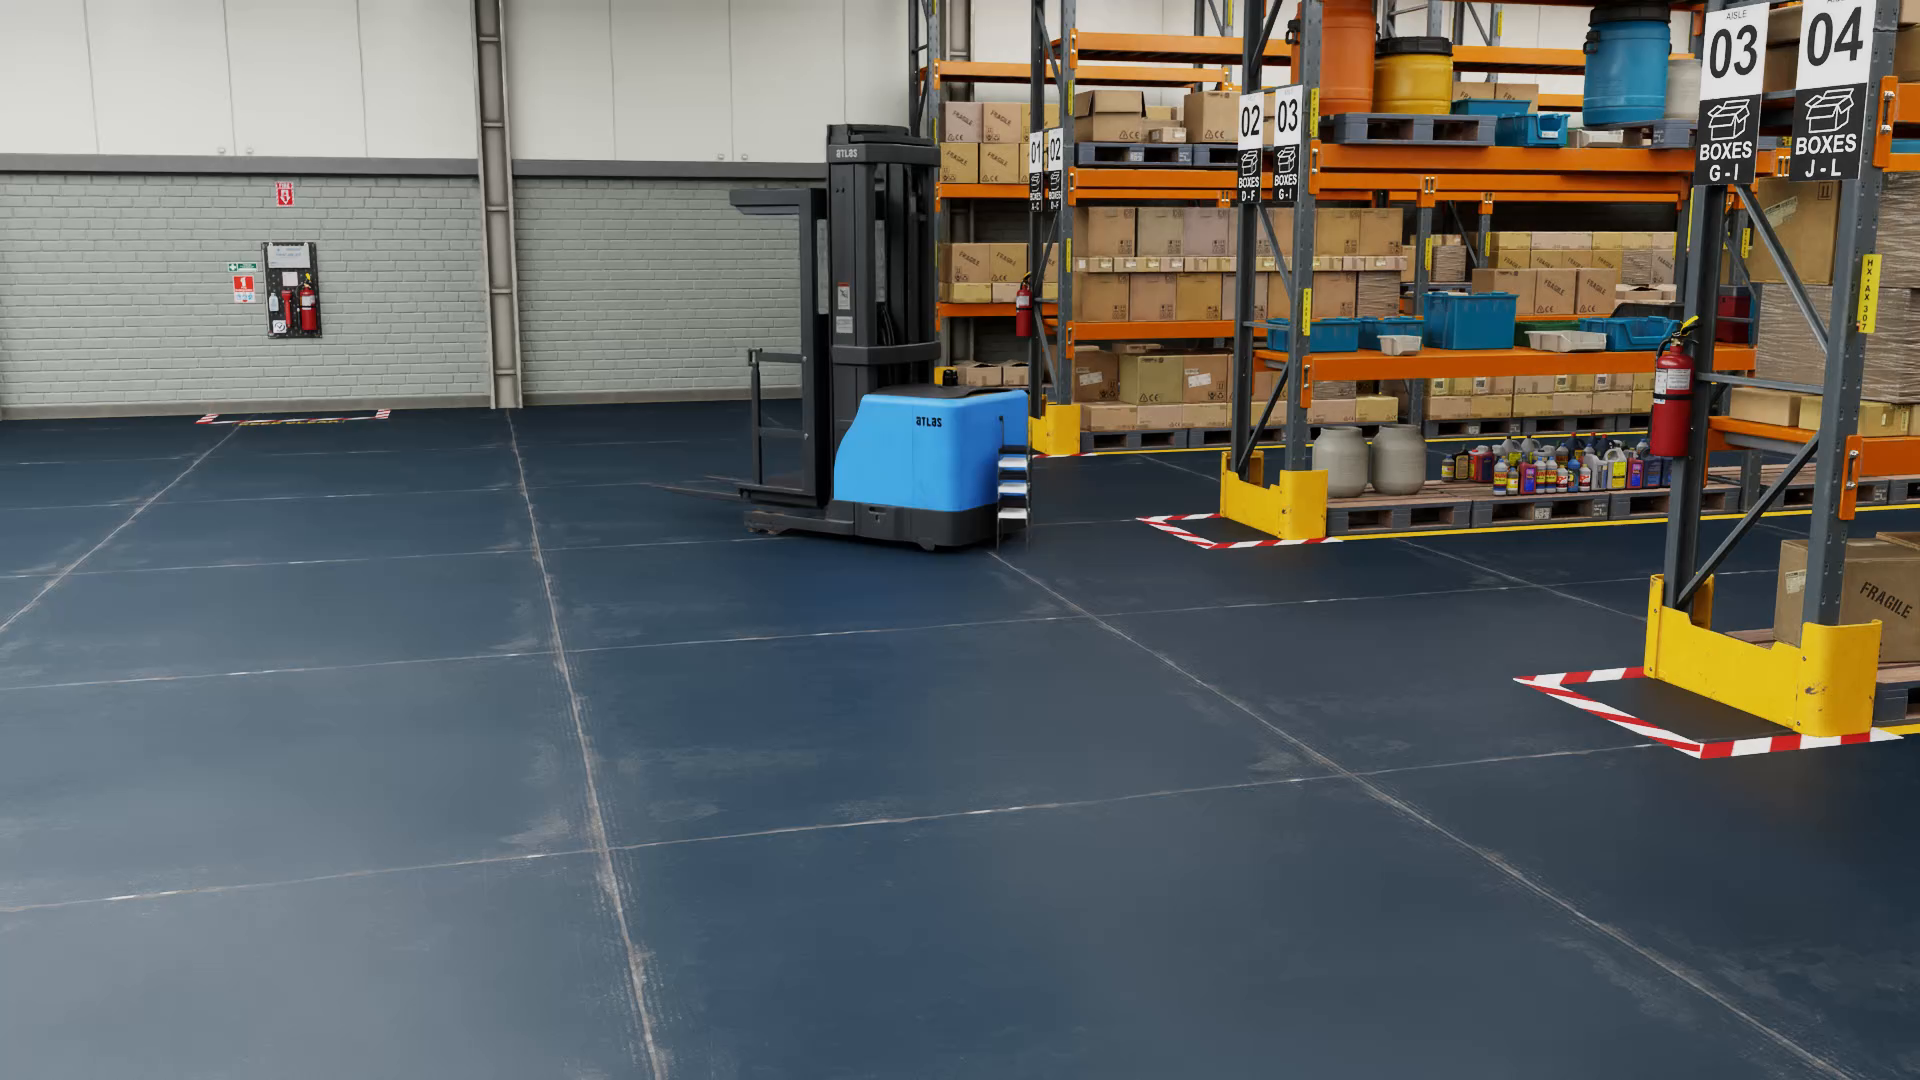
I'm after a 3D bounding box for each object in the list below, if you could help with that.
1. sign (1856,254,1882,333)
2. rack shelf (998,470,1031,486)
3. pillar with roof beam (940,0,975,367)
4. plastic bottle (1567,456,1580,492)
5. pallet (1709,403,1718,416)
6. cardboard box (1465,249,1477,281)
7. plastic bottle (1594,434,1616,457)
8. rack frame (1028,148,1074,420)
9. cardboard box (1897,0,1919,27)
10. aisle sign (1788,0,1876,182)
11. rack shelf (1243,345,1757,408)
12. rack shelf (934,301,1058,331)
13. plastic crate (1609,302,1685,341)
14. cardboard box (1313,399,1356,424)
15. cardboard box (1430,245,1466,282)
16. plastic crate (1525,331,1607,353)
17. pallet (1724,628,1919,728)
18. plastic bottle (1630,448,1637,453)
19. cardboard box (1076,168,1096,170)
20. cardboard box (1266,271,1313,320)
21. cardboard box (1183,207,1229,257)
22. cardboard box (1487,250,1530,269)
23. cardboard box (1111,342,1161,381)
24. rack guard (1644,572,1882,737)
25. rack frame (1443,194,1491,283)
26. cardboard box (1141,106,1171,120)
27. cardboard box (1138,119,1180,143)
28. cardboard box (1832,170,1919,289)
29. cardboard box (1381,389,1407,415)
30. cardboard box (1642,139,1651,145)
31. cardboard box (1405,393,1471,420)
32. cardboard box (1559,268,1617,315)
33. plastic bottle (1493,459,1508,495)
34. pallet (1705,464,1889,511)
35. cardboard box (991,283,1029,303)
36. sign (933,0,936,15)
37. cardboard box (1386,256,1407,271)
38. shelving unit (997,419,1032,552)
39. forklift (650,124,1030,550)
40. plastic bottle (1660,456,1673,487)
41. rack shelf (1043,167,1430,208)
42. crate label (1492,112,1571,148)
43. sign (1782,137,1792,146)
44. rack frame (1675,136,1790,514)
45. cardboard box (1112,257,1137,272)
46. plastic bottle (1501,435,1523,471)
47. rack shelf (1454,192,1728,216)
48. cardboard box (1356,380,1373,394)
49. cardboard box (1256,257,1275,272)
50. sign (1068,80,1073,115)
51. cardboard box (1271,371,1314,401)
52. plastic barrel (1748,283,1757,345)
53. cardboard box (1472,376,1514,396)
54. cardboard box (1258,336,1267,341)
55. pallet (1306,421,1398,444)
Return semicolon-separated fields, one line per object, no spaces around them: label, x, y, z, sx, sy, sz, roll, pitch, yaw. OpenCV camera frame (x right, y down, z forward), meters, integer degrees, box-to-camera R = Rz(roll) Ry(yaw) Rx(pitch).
sign;3.836;-1.041;7.024;0.005;0.325;0.100;-3;11;-16
rack shelf;0.385;-0.437;11.624;0.200;0.077;0.258;2;11;10
pillar with roof beam;1.164;-5.680;18.048;0.400;9.000;9.100;-3;11;-16
plastic bottle;4.748;-0.515;12.880;0.097;0.271;0.097;0;10;0
pallet;9.328;-1.496;19.591;1.213;0.211;1.003;-3;11;-16
cardboard box;7.592;-3.972;24.187;0.500;0.500;0.500;-3;11;-16
plastic bottle;5.290;-0.693;13.625;0.185;0.351;0.144;-3;11;-16
rack frame;0.919;-2.432;16.970;0.127;3.000;1.000;-3;11;-16
cardboard box;4.013;-2.281;7.178;0.250;0.149;0.380;-3;11;-16
aisle sign;3.709;-1.933;7.079;0.004;0.787;0.394;-3;11;-16
rack shelf;4.220;-1.318;12.906;4.000;0.370;1.077;-3;11;-16
rack shelf;1.451;-3.040;22.261;4.000;0.370;1.077;-3;11;-16
plastic crate;5.602;-1.738;13.373;0.504;0.338;0.767;-3;11;-16
cardboard box;3.893;-1.403;17.818;0.500;0.250;0.500;-3;11;-16
cardboard box;6.764;-3.937;23.658;0.500;0.500;0.700;-4;11;-23
plastic crate;4.652;-1.517;12.729;0.437;0.136;0.530;-3;11;-16
pallet;4.547;0.623;8.078;1.213;0.211;1.003;-3;11;-16
plastic bottle;5.615;-0.668;13.903;0.097;0.201;0.097;0;10;0
cardboard box;1.453;-4.879;21.648;0.500;0.500;0.500;-2;11;-12
cardboard box;3.348;-2.607;17.647;0.500;0.500;0.700;-3;11;-15
cardboard box;2.409;-3.196;17.263;0.500;0.500;0.700;-3;11;-16
cardboard box;7.750;-3.883;23.700;0.500;0.500;0.500;-3;11;-14
cardboard box;2.386;-2.423;22.610;0.500;0.500;0.500;-4;11;-20
rack guard;3.757;0.516;7.862;0.348;0.500;1.175;-3;11;-16
rack frame;7.212;-3.697;23.846;0.127;3.000;1.000;-3;11;-16
cardboard box;2.440;-5.419;21.818;0.500;0.500;0.500;-2;11;-13
cardboard box;1.951;-4.213;17.227;0.500;0.250;0.500;-3;11;-16
cardboard box;4.289;-1.377;7.382;0.500;0.500;0.500;-3;11;-16
cardboard box;5.077;-1.560;18.668;0.500;0.250;0.500;-3;11;-16
cardboard box;7.682;-4.382;18.534;0.500;0.250;0.500;-3;11;-14
cardboard box;5.216;-1.466;18.157;0.500;0.250;0.500;-3;11;-17
cardboard box;6.994;-2.798;18.683;0.500;0.500;0.500;-4;11;-19
plastic bottle;4.128;-0.482;12.703;0.097;0.271;0.097;0;10;0
pallet;6.884;-0.448;13.896;1.213;0.211;1.003;-3;11;-16
cardboard box;0.583;-3.227;21.649;0.500;0.250;0.500;-3;11;-18
sign;-0.318;-6.647;20.499;0.005;0.325;0.100;-3;11;-16
cardboard box;4.558;-2.951;17.725;0.250;0.149;0.380;-3;11;-16
shelving unit;0.385;-0.382;11.634;0.210;0.900;0.258;2;11;10
forklift;-1.002;-1.549;12.366;3.031;2.935;1.130;7;12;33
plastic bottle;5.603;-0.604;13.142;0.185;0.351;0.144;-3;11;-17
rack shelf;2.839;-3.654;17.313;4.000;0.370;1.077;-3;11;-16
crate label;4.189;-3.010;12.236;0.408;0.251;0.502;-3;11;-16
sign;6.284;-3.156;12.596;0.005;0.325;0.100;-3;11;-16
rack frame;6.141;-1.773;13.391;0.127;3.000;1.000;-3;11;-16
cardboard box;1.609;-2.796;16.882;0.250;0.149;0.380;-3;11;-17
plastic bottle;4.482;-0.677;13.541;0.185;0.351;0.144;-3;11;-14
rack shelf;9.132;-4.920;24.189;4.000;0.370;1.077;-3;11;-16
cardboard box;4.227;-1.888;18.381;0.500;0.500;0.500;-3;11;-16
cardboard box;3.085;-2.873;17.301;0.250;0.149;0.380;-3;11;-14
sign;1.068;-4.279;16.086;0.005;0.325;0.100;-3;11;-16
cardboard box;3.413;-1.746;17.611;0.500;0.500;0.500;-3;11;-16
plastic barrel;6.596;-1.986;13.166;0.708;0.901;0.600;-3;11;-16
cardboard box;5.708;-1.766;18.241;0.500;0.311;0.500;-3;11;-17
cardboard box;4.495;-2.914;23.207;0.500;0.250;0.500;-3;11;-17
pallet;3.984;-1.230;18.143;1.213;0.211;1.003;-3;11;-16
